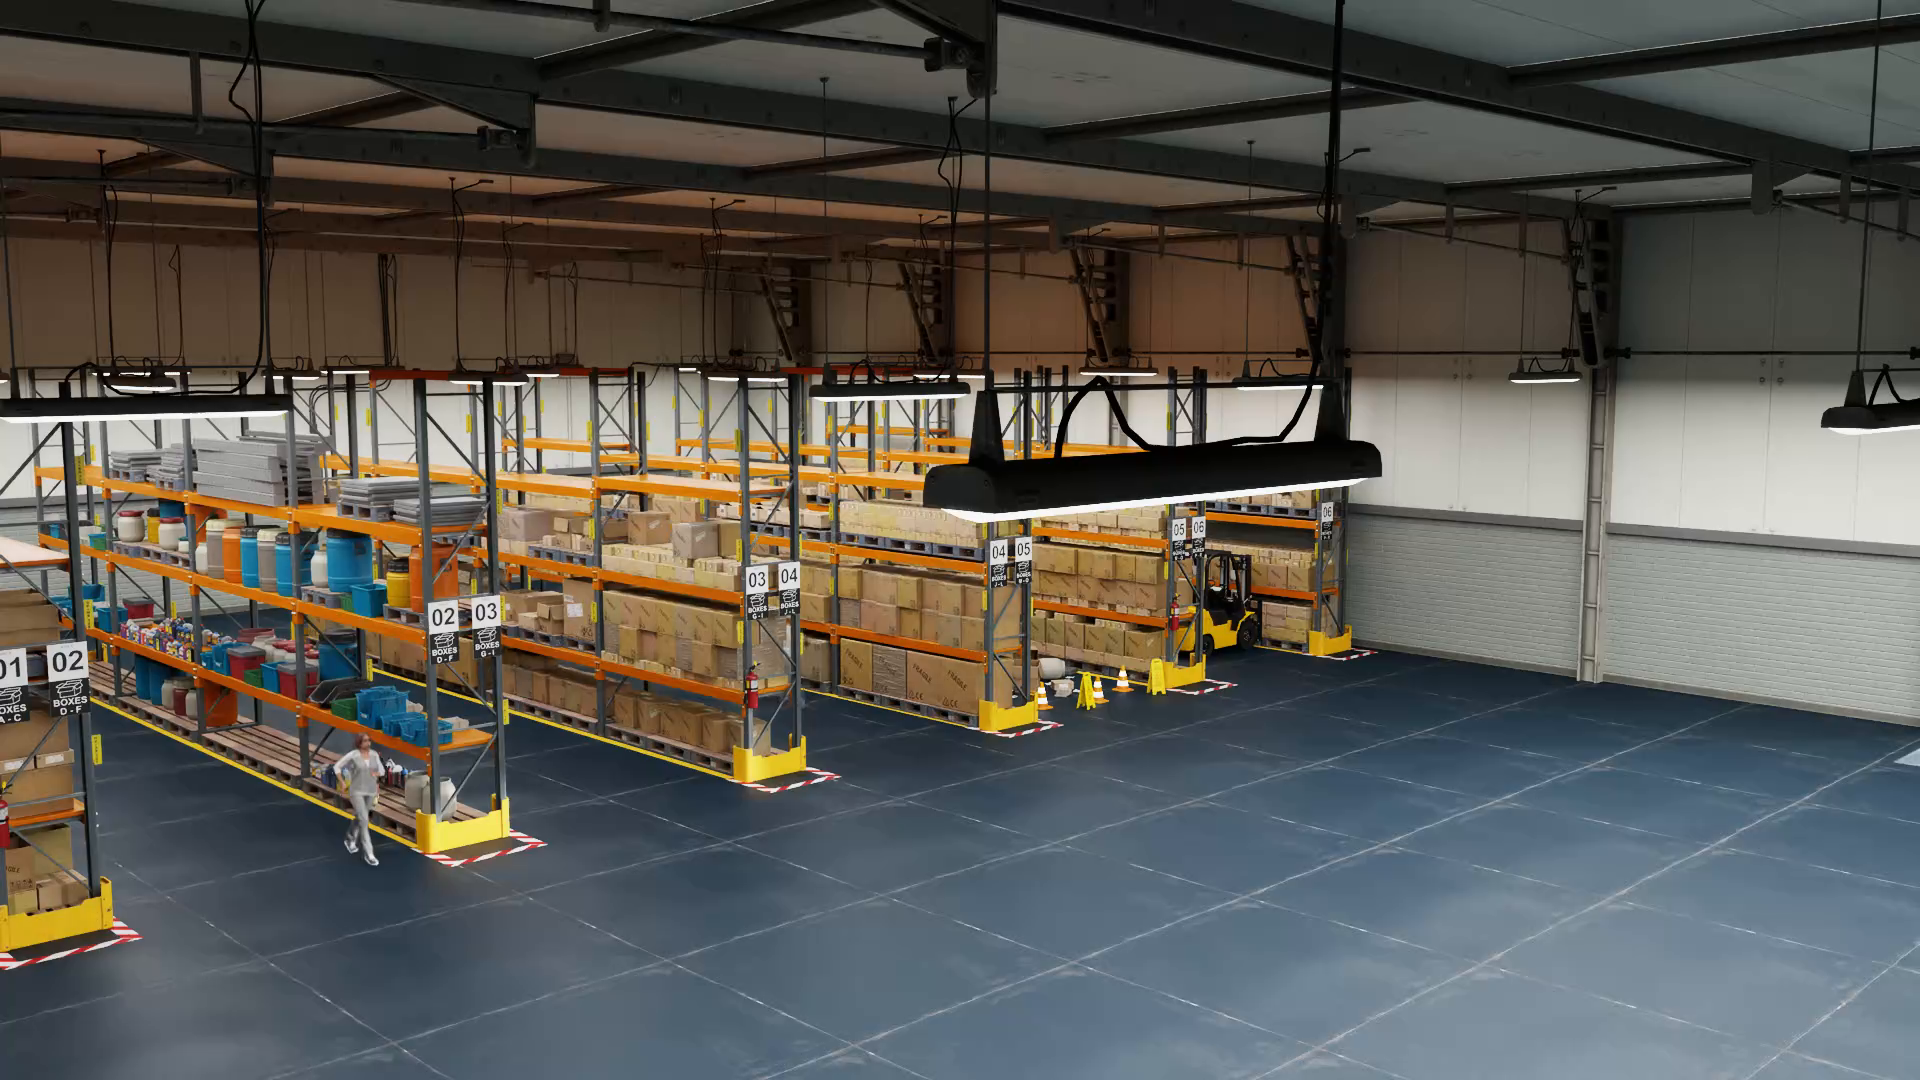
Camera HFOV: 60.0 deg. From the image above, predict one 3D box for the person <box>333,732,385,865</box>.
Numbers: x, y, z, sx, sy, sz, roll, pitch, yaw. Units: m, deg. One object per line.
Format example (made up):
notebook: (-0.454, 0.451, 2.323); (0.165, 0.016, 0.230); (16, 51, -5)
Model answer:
person: (-7.391, 3.164, 20.662); (0.892, 1.570, 0.526); (5, 8, 39)

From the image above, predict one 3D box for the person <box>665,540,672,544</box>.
person: (-7.845, 0.526, 43.926); (0.585, 1.696, 0.681); (-3, 7, -28)

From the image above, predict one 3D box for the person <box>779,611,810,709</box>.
person: (-3.006, 2.121, 29.839); (0.847, 1.732, 0.547); (5, 8, 37)
